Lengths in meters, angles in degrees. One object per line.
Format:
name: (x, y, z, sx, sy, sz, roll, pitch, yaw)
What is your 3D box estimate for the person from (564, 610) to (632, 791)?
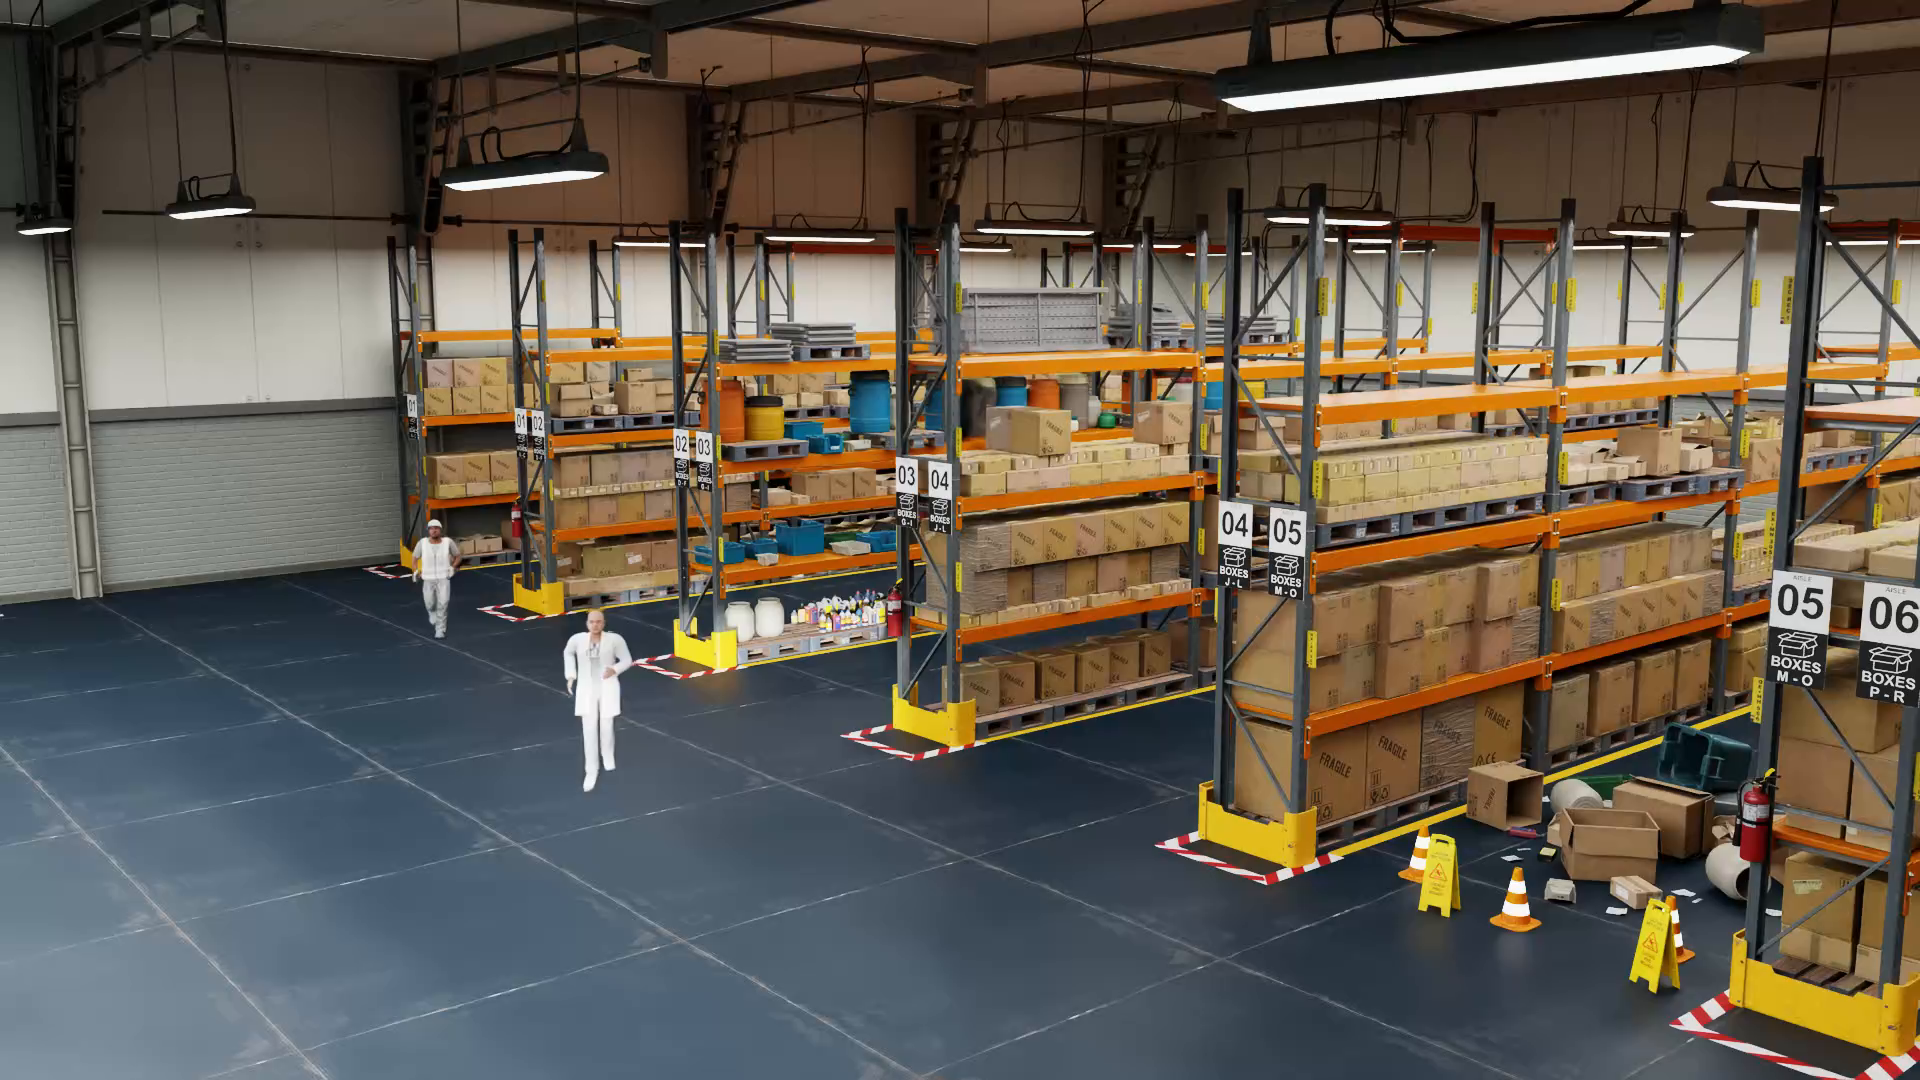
person: (-3.781, 1.622, 17.419, 0.706, 1.822, 0.911, -2, 9, -10)

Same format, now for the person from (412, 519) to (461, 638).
person: (-7.709, 0.554, 24.522, 0.694, 1.737, 0.614, -2, 9, -15)
